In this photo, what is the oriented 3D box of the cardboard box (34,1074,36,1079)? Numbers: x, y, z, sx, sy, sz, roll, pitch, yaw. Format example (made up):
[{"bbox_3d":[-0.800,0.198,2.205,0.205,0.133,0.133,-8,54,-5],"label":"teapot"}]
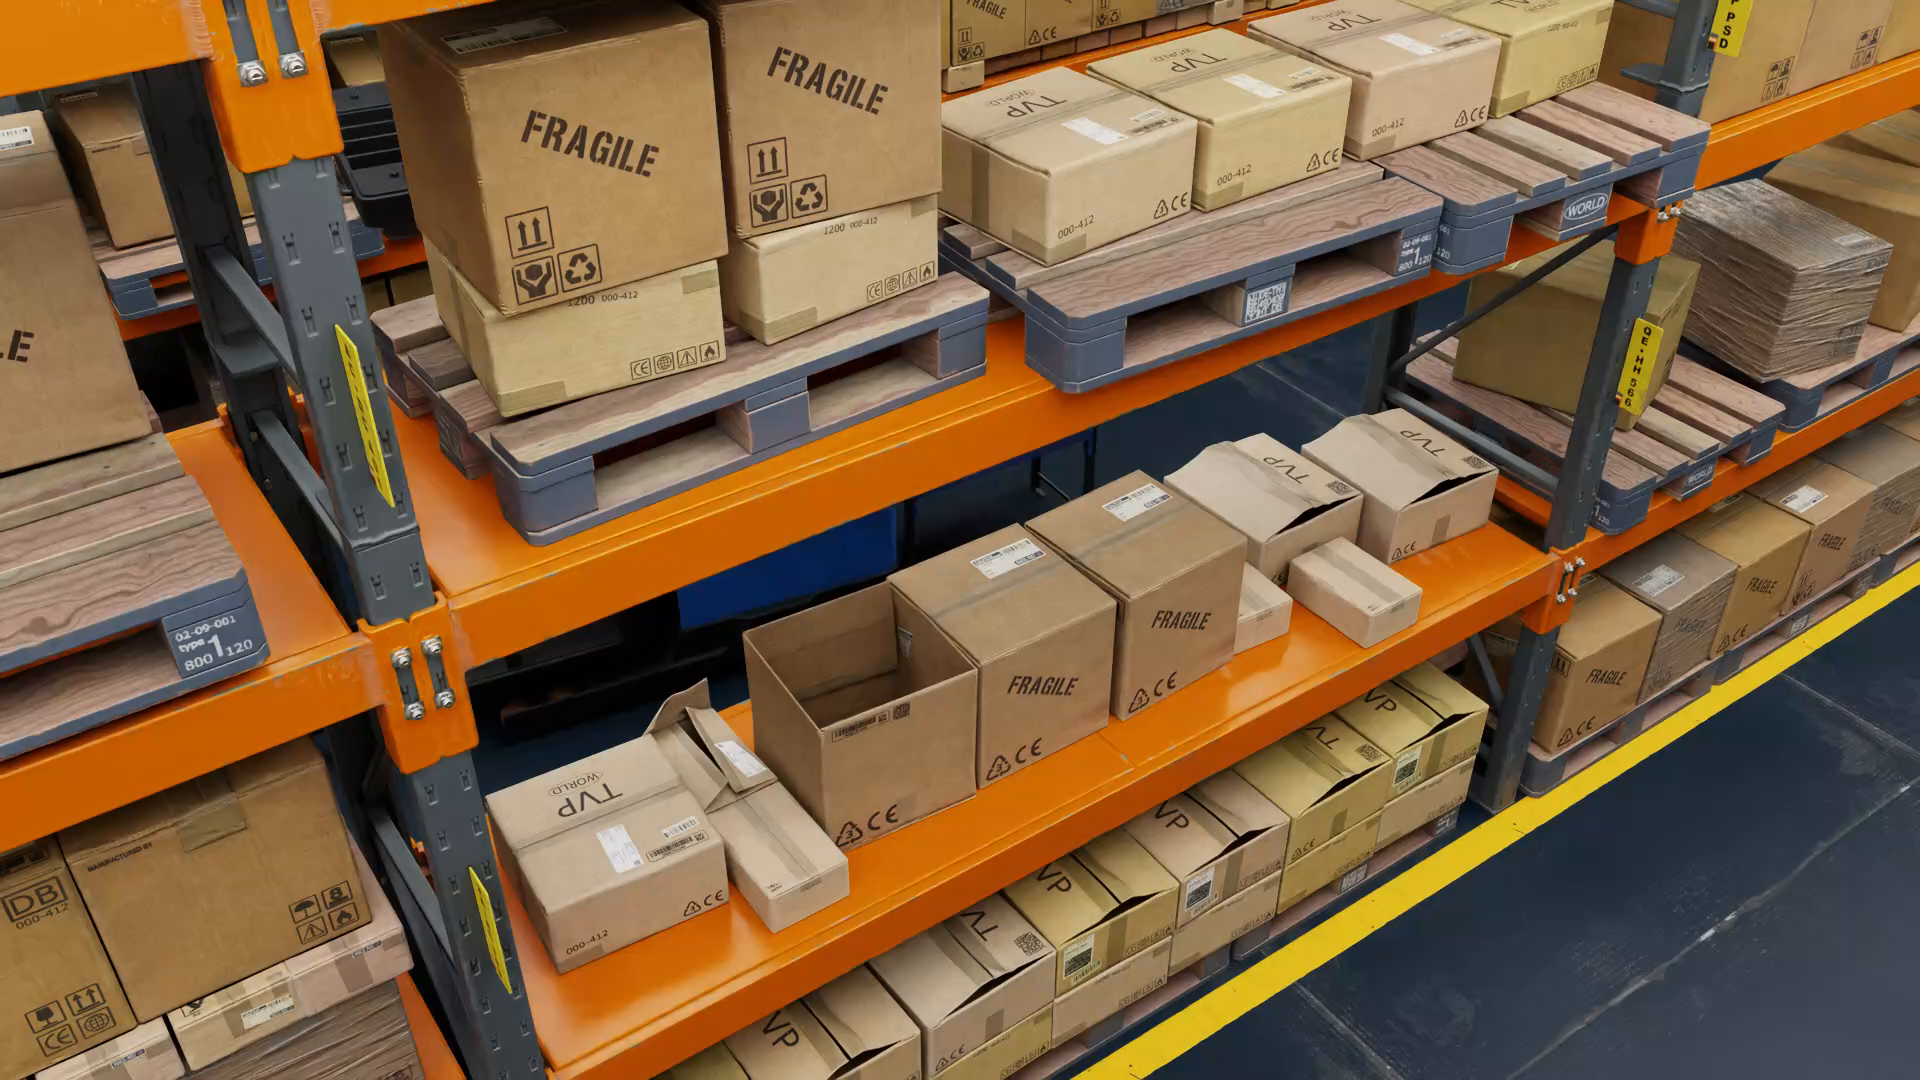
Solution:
[{"bbox_3d":[-2.144,1.275,3.822,0.500,0.500,0.700,-23,42,-28],"label":"cardboard box"}]

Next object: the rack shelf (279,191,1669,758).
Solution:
[{"bbox_3d":[0.278,-0.615,4.584,4.000,0.370,1.077,-22,41,-28],"label":"rack shelf"}]

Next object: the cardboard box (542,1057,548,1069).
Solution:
[{"bbox_3d":[-1.191,1.428,5.210,0.500,0.311,0.500,-22,41,-28],"label":"cardboard box"}]

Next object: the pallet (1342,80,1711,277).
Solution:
[{"bbox_3d":[1.409,-1.232,4.987,1.003,0.211,1.213,-20,40,-26],"label":"pallet"}]

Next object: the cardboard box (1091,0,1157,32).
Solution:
[{"bbox_3d":[0.861,-3.453,10.125,0.500,0.500,0.500,-21,41,-27],"label":"cardboard box"}]

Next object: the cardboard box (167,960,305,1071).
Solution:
[{"bbox_3d":[-1.659,0.955,3.712,0.250,0.149,0.380,-23,42,-29],"label":"cardboard box"}]

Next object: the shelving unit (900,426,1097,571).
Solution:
[{"bbox_3d":[0.079,-0.605,7.807,1.048,1.500,0.538,-20,40,-26],"label":"shelving unit"}]

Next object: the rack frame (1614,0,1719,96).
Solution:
[{"bbox_3d":[1.912,-2.798,4.433,0.127,3.000,1.000,-22,41,-28],"label":"rack frame"}]

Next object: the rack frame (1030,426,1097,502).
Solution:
[{"bbox_3d":[0.509,-0.763,8.026,0.032,1.500,0.500,-20,40,-26],"label":"rack frame"}]

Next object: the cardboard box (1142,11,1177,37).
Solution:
[{"bbox_3d":[1.148,-3.322,10.497,0.250,0.149,0.380,-24,42,-29],"label":"cardboard box"}]

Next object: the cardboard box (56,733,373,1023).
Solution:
[{"bbox_3d":[-1.716,0.568,3.694,0.500,0.500,0.700,-22,41,-28],"label":"cardboard box"}]

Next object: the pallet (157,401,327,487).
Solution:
[{"bbox_3d":[-3.578,-0.510,8.779,1.213,0.211,1.003,-22,41,-28],"label":"pallet"}]

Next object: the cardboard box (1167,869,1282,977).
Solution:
[{"bbox_3d":[0.791,1.220,5.980,0.500,0.250,0.500,-21,41,-27],"label":"cardboard box"}]

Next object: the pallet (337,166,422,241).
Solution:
[{"bbox_3d":[-2.539,-1.962,8.573,1.213,0.211,1.003,-22,41,-28],"label":"pallet"}]

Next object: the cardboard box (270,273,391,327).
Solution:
[{"bbox_3d":[-3.264,-1.253,8.546,0.500,0.250,0.500,-23,42,-29],"label":"cardboard box"}]

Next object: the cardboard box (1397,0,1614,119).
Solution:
[{"bbox_3d":[1.574,-1.510,4.981,0.500,0.250,0.500,-26,43,-31],"label":"cardboard box"}]

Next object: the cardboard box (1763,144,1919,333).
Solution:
[{"bbox_3d":[3.774,-1.295,7.036,0.700,0.500,0.500,26,43,32],"label":"cardboard box"}]

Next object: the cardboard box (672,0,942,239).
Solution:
[{"bbox_3d":[-0.378,-1.040,3.684,0.500,0.500,0.500,-18,40,-24],"label":"cardboard box"}]

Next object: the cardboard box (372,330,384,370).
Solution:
[{"bbox_3d":[-3.228,-0.997,8.831,0.500,0.500,0.700,-23,42,-29],"label":"cardboard box"}]

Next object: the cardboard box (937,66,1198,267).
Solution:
[{"bbox_3d":[0.241,-0.958,4.213,0.500,0.250,0.500,-26,43,-32],"label":"cardboard box"}]

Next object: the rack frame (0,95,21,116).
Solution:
[{"bbox_3d":[-4.214,-1.380,7.600,0.127,3.000,1.000,-22,41,-28],"label":"rack frame"}]

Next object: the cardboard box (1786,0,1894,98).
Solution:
[{"bbox_3d":[2.667,-1.955,5.745,0.500,0.500,0.910,-22,41,-28],"label":"cardboard box"}]

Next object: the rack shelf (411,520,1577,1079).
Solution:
[{"bbox_3d":[0.278,0.602,5.459,4.000,0.370,1.077,-22,41,-28],"label":"rack shelf"}]

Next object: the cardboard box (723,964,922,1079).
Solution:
[{"bbox_3d":[-0.464,1.515,5.089,0.500,0.311,0.500,-23,42,-28],"label":"cardboard box"}]

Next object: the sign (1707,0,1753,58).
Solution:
[{"bbox_3d":[2.226,-1.554,4.763,0.005,0.325,0.100,-22,41,-28],"label":"sign"}]

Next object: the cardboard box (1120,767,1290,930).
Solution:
[{"bbox_3d":[0.791,0.996,5.811,0.500,0.311,0.500,-23,41,-28],"label":"cardboard box"}]

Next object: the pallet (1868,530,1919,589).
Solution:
[{"bbox_3d":[4.539,-0.284,8.464,1.213,0.211,1.003,-22,41,-28],"label":"pallet"}]

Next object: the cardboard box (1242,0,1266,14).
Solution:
[{"bbox_3d":[1.782,-3.566,10.838,0.250,0.149,0.380,-21,41,-27],"label":"cardboard box"}]

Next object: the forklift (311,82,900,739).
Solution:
[{"bbox_3d":[-1.830,-0.703,6.718,3.031,2.935,1.130,-16,39,-21],"label":"forklift"}]

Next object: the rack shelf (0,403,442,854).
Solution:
[{"bbox_3d":[-2.992,0.730,2.713,4.000,0.370,1.077,-22,41,-28],"label":"rack shelf"}]

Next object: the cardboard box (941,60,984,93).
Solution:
[{"bbox_3d":[-0.065,-2.761,9.718,0.250,0.149,0.380,-21,41,-27],"label":"cardboard box"}]

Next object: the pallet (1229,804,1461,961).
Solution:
[{"bbox_3d":[1.217,1.028,6.640,1.213,0.211,1.003,-22,41,-28],"label":"pallet"}]

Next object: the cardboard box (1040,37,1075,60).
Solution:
[{"bbox_3d":[0.494,-3.078,10.158,0.250,0.149,0.380,-22,41,-27],"label":"cardboard box"}]

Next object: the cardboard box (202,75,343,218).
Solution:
[{"bbox_3d":[-3.317,-1.938,7.914,0.500,0.500,0.700,-18,39,-23],"label":"cardboard box"}]

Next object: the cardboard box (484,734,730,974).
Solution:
[{"bbox_3d":[-0.980,0.858,4.617,0.500,0.250,0.500,-20,40,-25],"label":"cardboard box"}]

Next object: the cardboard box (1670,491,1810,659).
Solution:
[{"bbox_3d":[3.287,0.112,7.289,0.500,0.500,0.500,-23,42,-28],"label":"cardboard box"}]

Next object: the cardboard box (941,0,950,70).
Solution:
[{"bbox_3d":[-0.400,-2.936,9.406,0.500,0.500,0.500,-21,41,-27],"label":"cardboard box"}]

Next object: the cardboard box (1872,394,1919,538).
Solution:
[{"bbox_3d":[4.535,-0.407,8.010,0.500,0.500,0.500,-22,41,-28],"label":"cardboard box"}]

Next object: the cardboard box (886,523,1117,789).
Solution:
[{"bbox_3d":[0.120,0.346,5.114,0.500,0.500,0.500,-22,41,-28],"label":"cardboard box"}]

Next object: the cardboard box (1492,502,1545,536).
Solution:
[{"bbox_3d":[2.585,-0.278,7.190,0.500,0.250,0.500,-21,41,-26],"label":"cardboard box"}]

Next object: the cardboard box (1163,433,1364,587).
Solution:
[{"bbox_3d":[1.070,-0.118,5.921,0.500,0.311,0.500,-23,42,-28],"label":"cardboard box"}]
